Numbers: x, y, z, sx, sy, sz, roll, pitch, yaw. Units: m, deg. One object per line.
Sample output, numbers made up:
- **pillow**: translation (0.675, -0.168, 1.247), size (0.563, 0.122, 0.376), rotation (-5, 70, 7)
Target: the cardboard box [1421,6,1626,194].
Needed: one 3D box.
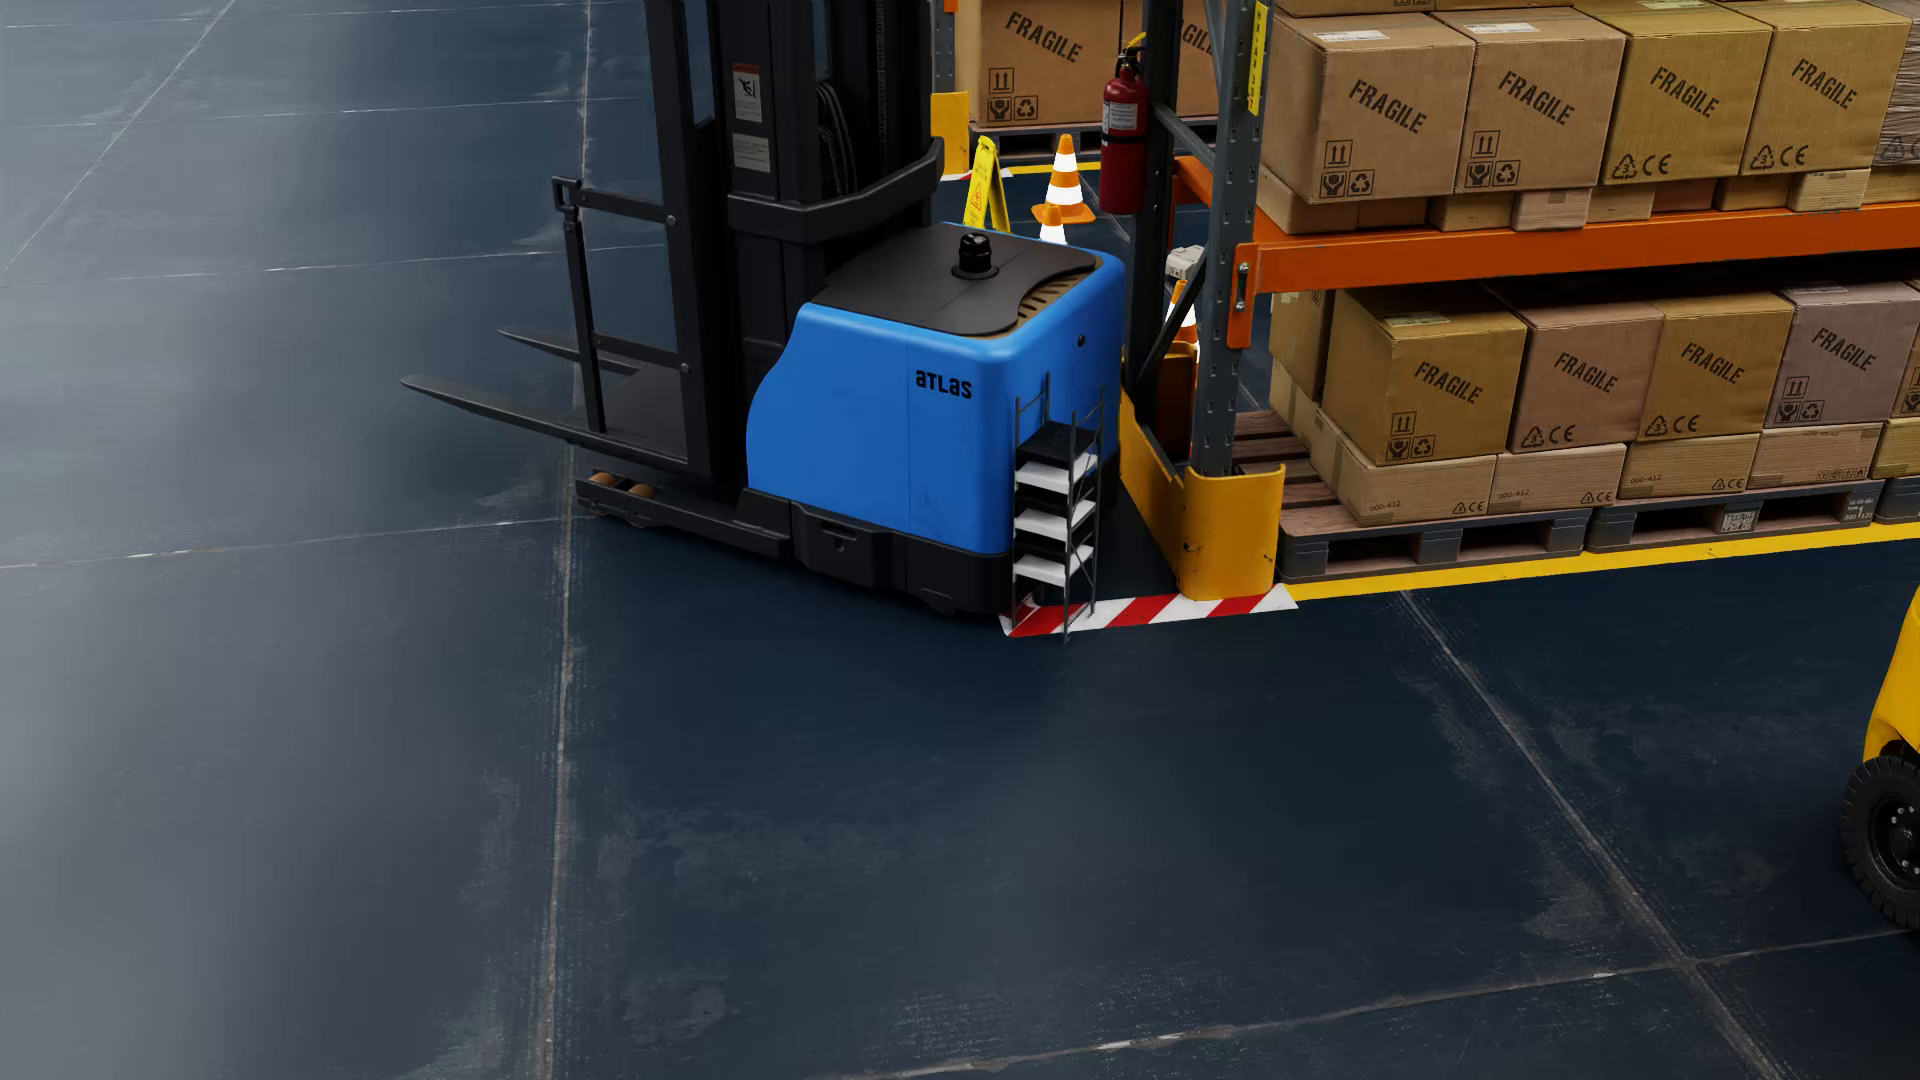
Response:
- **cardboard box**: translation (1.832, -1.491, 5.577), size (0.500, 0.500, 0.500), rotation (-4, 31, -7)

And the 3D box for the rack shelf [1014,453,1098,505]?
- **rack shelf**: translation (0.330, -0.226, 5.599), size (0.200, 0.077, 0.258), rotation (16, 34, 25)

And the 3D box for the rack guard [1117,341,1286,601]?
- **rack guard**: translation (0.882, -0.296, 6.401), size (0.348, 0.500, 1.175), rotation (-5, 31, -9)

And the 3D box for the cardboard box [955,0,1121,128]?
- **cardboard box**: translation (0.471, -3.185, 10.531), size (0.875, 0.875, 0.875), rotation (-5, 31, -9)

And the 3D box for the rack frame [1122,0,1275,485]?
- **rack frame**: translation (0.807, -1.366, 5.756), size (0.127, 3.000, 1.000), rotation (-5, 31, -9)

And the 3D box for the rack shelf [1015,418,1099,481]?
- **rack shelf**: translation (0.330, -0.303, 5.553), size (0.200, 0.077, 0.258), rotation (16, 34, 25)

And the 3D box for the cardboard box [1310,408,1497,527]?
- **cardboard box**: translation (1.650, -0.298, 6.237), size (0.500, 0.250, 0.500), rotation (-6, 31, -9)

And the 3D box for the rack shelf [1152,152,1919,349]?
- **rack shelf**: translation (2.774, -1.239, 6.249), size (4.000, 0.370, 1.077), rotation (-5, 31, -9)

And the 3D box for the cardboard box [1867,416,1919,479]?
- **cardboard box**: translation (3.687, -0.486, 6.557), size (0.500, 0.250, 0.500), rotation (-6, 31, -10)

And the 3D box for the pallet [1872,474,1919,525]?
- **pallet**: translation (4.087, -0.451, 6.950), size (1.213, 0.211, 1.003), rotation (-5, 31, -9)

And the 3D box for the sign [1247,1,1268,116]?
- **sign**: translation (0.905, -1.469, 5.076), size (0.005, 0.325, 0.100), rotation (-5, 31, -9)

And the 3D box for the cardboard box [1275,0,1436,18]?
- **cardboard box**: translation (1.270, -2.124, 5.666), size (0.500, 0.500, 0.700), rotation (-6, 31, -10)

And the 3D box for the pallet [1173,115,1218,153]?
- **pallet**: translation (1.786, -2.845, 11.021), size (1.213, 0.211, 1.003), rotation (-5, 31, -9)

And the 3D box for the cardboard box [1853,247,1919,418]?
- **cardboard box**: translation (3.708, -0.815, 6.378), size (0.500, 0.500, 0.500), rotation (-5, 31, -8)

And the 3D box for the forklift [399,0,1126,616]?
- **forklift**: translation (-0.920, -1.526, 6.096), size (3.031, 2.935, 1.130), rotation (16, 34, 25)

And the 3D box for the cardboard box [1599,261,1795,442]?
- **cardboard box**: translation (2.682, -0.715, 6.207), size (0.500, 0.500, 0.500), rotation (-5, 31, -8)

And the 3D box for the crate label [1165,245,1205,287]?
- **crate label**: translation (1.226, -1.440, 8.705), size (0.298, 0.136, 0.250), rotation (-23, 38, -34)

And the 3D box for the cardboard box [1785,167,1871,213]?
- **cardboard box**: translation (2.978, -1.297, 5.887), size (0.250, 0.149, 0.380), rotation (-5, 31, -9)

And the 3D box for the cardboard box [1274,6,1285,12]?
- **cardboard box**: translation (1.291, -1.725, 5.973), size (0.500, 0.500, 0.500), rotation (-6, 31, -10)

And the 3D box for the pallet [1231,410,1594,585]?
- **pallet**: translation (1.687, -0.228, 6.571), size (1.213, 0.211, 1.003), rotation (-5, 31, -9)

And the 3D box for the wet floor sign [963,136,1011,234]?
- **wet floor sign**: translation (0.144, -1.820, 8.851), size (0.232, 0.644, 0.267), rotation (-11, 32, -17)

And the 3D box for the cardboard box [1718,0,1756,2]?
- **cardboard box**: translation (2.768, -2.241, 5.865), size (0.500, 0.500, 0.700), rotation (-5, 31, -9)

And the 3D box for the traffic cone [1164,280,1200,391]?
- **traffic cone**: translation (0.998, -0.955, 7.560), size (0.334, 0.463, 0.336), rotation (-5, 31, -9)

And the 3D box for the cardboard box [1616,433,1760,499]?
- **cardboard box**: translation (2.688, -0.397, 6.406), size (0.500, 0.250, 0.500), rotation (-3, 31, -6)

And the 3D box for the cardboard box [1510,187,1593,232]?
- **cardboard box**: translation (1.958, -1.200, 5.721), size (0.250, 0.149, 0.380), rotation (-5, 31, -8)

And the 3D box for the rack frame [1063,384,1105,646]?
- **rack frame**: translation (0.419, -0.074, 5.630), size (0.006, 0.900, 0.240), rotation (16, 34, 25)

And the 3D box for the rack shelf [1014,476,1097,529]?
- **rack shelf**: translation (0.330, -0.148, 5.644), size (0.200, 0.077, 0.258), rotation (16, 34, 25)

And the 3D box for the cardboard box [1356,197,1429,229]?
- **cardboard box**: translation (1.424, -1.216, 5.748), size (0.250, 0.149, 0.380), rotation (-5, 31, -8)

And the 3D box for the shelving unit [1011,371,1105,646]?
- **shelving unit**: translation (0.330, -0.099, 5.673), size (0.210, 0.900, 0.258), rotation (16, 34, 25)

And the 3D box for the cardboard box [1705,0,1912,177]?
- **cardboard box**: translation (2.832, -1.589, 5.743), size (0.500, 0.500, 0.500), rotation (-6, 31, -10)

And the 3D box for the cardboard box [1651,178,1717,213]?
- **cardboard box**: translation (2.455, -1.294, 5.882), size (0.250, 0.149, 0.380), rotation (-4, 31, -7)

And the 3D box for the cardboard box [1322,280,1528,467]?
- **cardboard box**: translation (1.674, -0.624, 6.051), size (0.500, 0.500, 0.500), rotation (-6, 31, -11)
